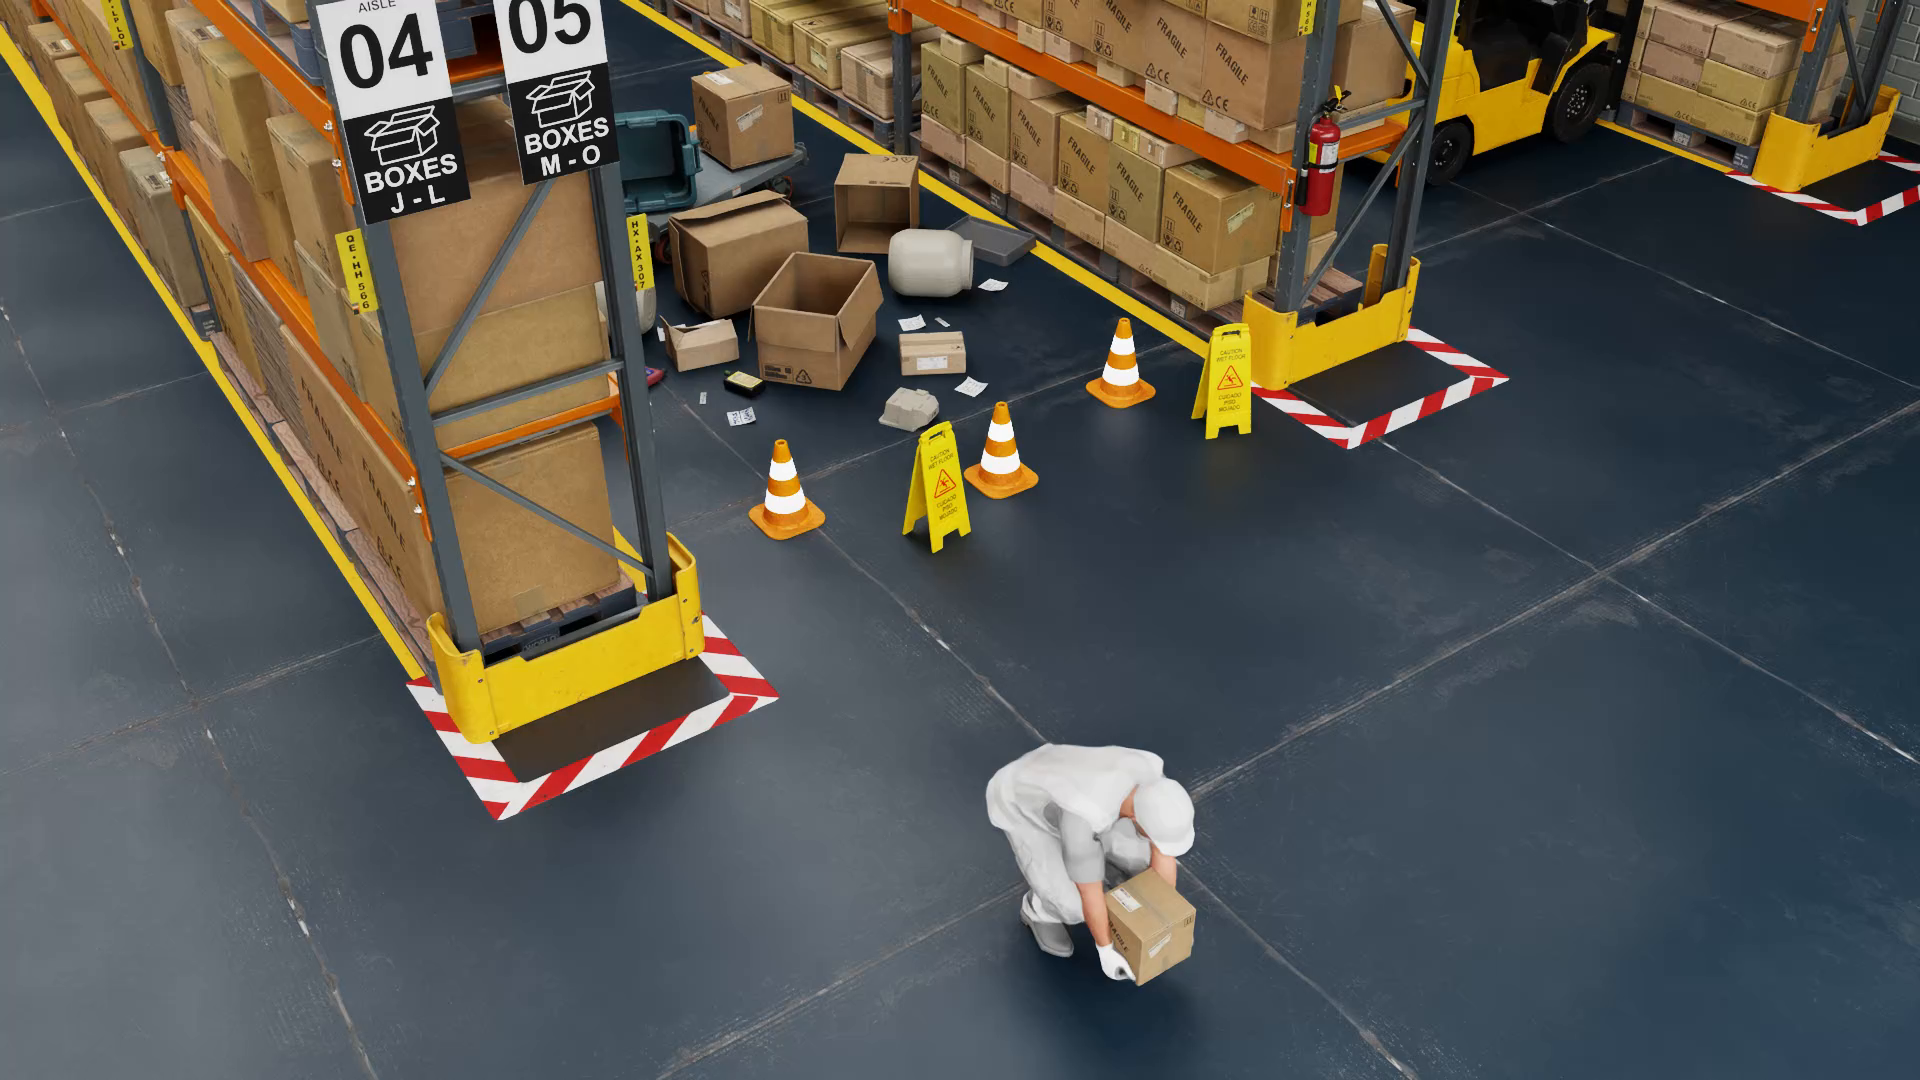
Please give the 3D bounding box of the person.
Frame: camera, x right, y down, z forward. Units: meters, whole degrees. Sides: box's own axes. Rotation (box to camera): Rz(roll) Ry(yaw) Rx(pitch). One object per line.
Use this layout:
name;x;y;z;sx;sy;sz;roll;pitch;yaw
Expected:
person;0.486;1.107;6.136;0.540;1.004;0.875;-24;42;-29
